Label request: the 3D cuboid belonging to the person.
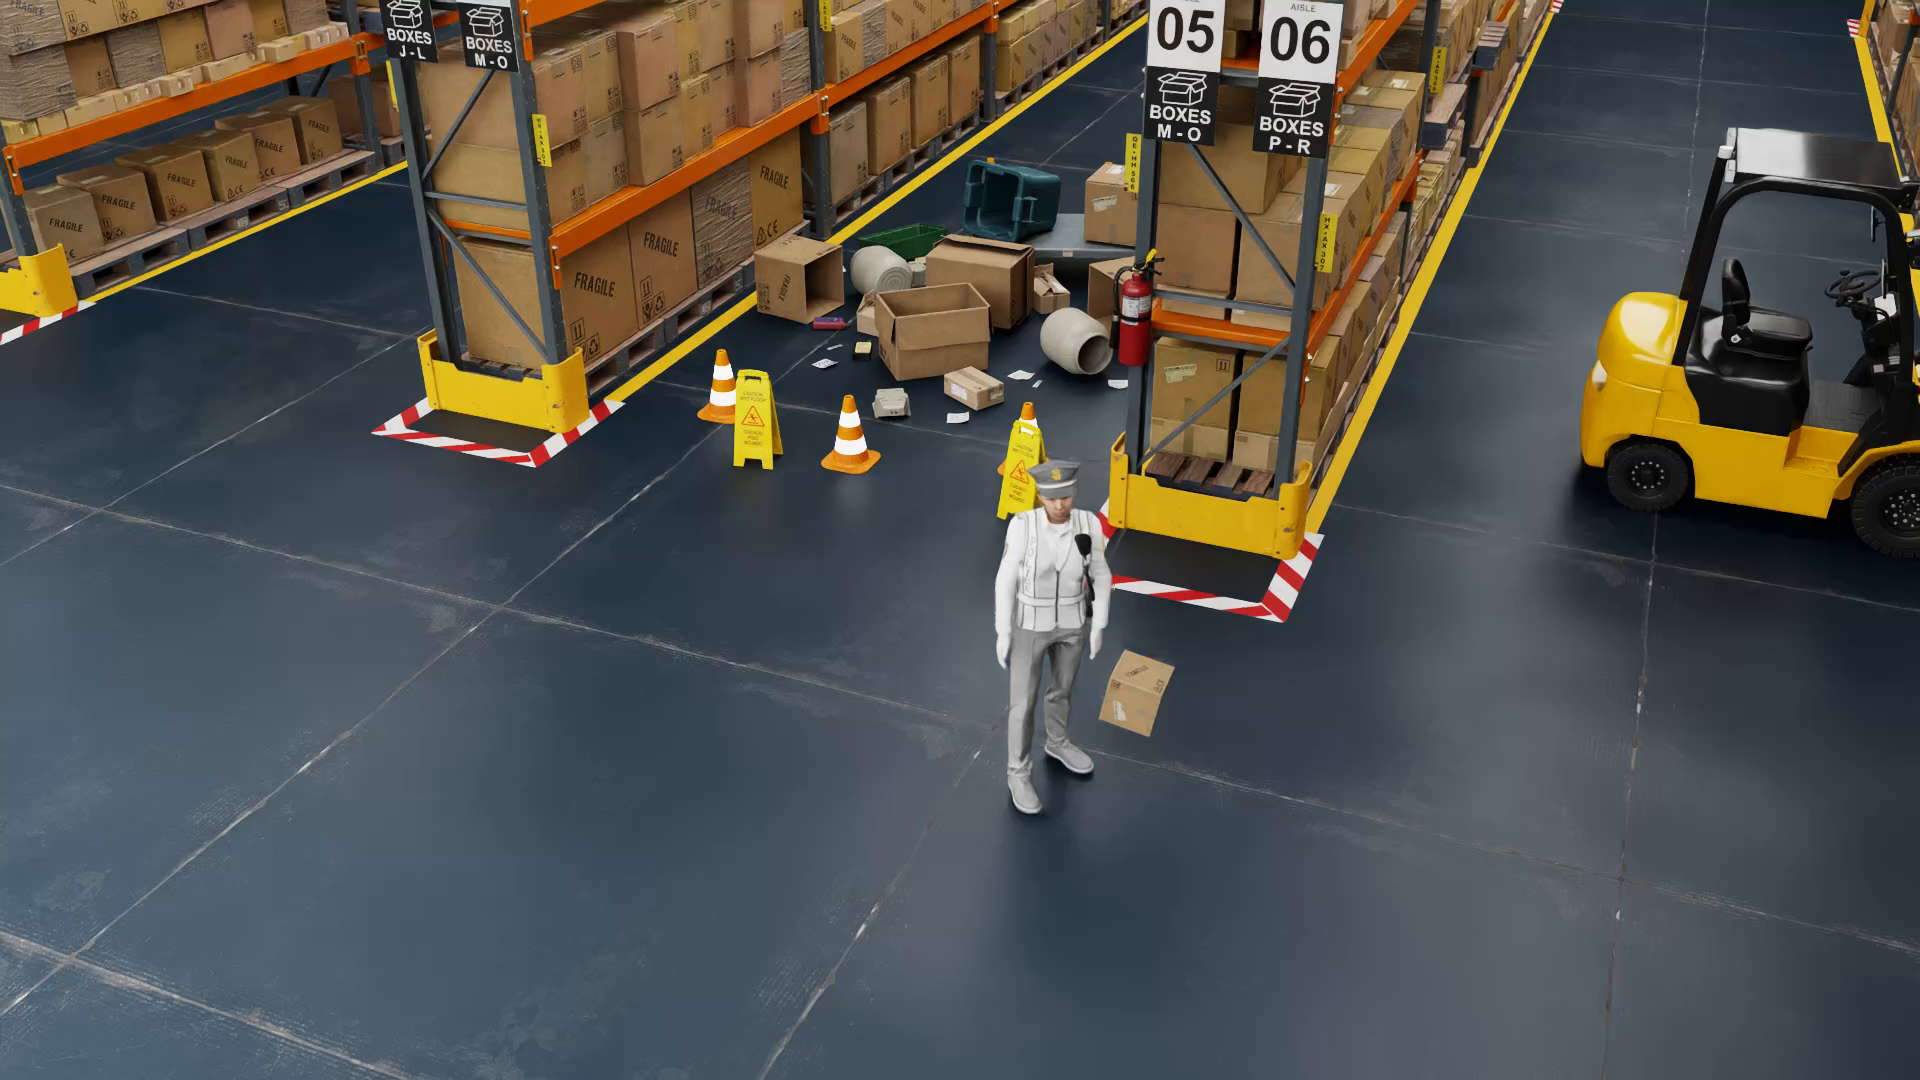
[{"bbox_3d":[0.433,0.425,7.591,0.565,1.688,0.516,-6,30,-10],"label":"person"}]
